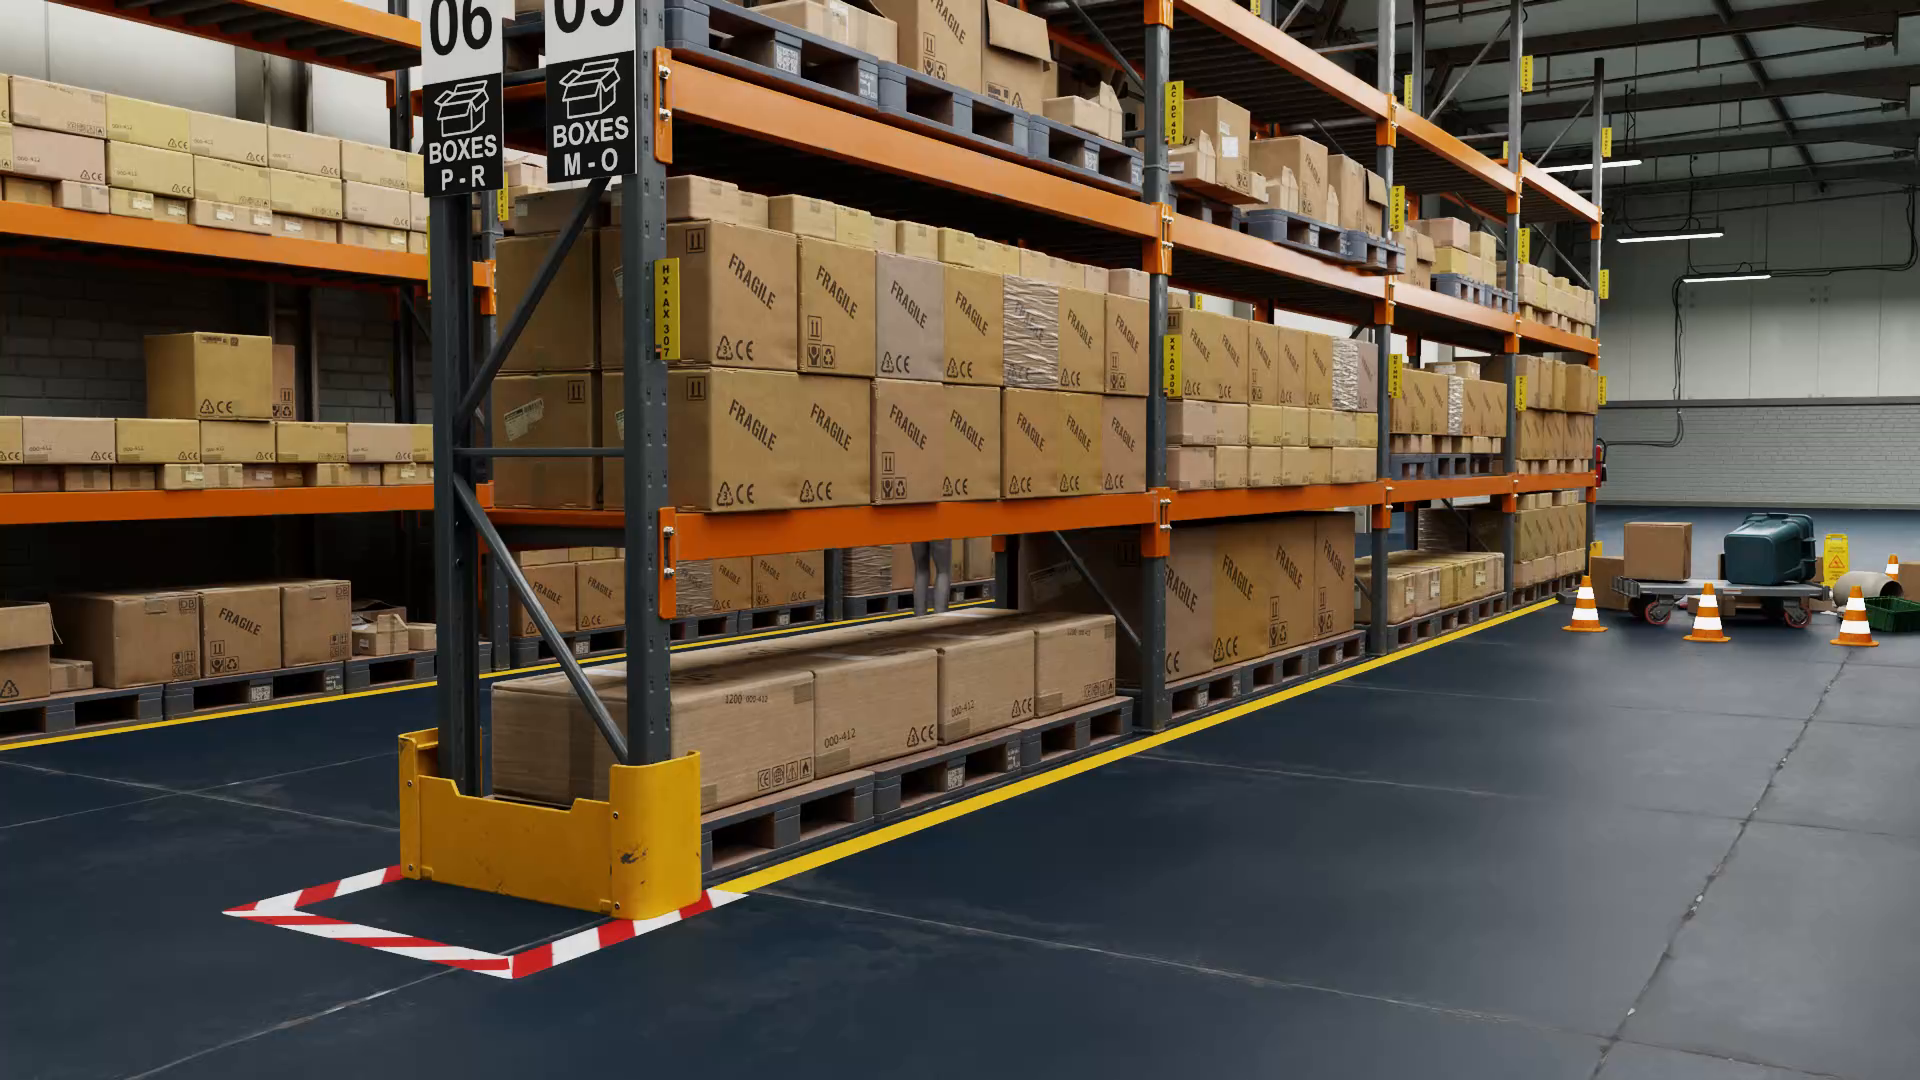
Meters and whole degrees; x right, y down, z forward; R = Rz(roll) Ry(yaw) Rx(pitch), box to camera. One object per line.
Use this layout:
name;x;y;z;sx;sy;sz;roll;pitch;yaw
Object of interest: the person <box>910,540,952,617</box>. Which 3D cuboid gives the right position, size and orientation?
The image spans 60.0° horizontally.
person;-0.229;-0.080;14.390;0.450;1.688;0.540;1;3;26
